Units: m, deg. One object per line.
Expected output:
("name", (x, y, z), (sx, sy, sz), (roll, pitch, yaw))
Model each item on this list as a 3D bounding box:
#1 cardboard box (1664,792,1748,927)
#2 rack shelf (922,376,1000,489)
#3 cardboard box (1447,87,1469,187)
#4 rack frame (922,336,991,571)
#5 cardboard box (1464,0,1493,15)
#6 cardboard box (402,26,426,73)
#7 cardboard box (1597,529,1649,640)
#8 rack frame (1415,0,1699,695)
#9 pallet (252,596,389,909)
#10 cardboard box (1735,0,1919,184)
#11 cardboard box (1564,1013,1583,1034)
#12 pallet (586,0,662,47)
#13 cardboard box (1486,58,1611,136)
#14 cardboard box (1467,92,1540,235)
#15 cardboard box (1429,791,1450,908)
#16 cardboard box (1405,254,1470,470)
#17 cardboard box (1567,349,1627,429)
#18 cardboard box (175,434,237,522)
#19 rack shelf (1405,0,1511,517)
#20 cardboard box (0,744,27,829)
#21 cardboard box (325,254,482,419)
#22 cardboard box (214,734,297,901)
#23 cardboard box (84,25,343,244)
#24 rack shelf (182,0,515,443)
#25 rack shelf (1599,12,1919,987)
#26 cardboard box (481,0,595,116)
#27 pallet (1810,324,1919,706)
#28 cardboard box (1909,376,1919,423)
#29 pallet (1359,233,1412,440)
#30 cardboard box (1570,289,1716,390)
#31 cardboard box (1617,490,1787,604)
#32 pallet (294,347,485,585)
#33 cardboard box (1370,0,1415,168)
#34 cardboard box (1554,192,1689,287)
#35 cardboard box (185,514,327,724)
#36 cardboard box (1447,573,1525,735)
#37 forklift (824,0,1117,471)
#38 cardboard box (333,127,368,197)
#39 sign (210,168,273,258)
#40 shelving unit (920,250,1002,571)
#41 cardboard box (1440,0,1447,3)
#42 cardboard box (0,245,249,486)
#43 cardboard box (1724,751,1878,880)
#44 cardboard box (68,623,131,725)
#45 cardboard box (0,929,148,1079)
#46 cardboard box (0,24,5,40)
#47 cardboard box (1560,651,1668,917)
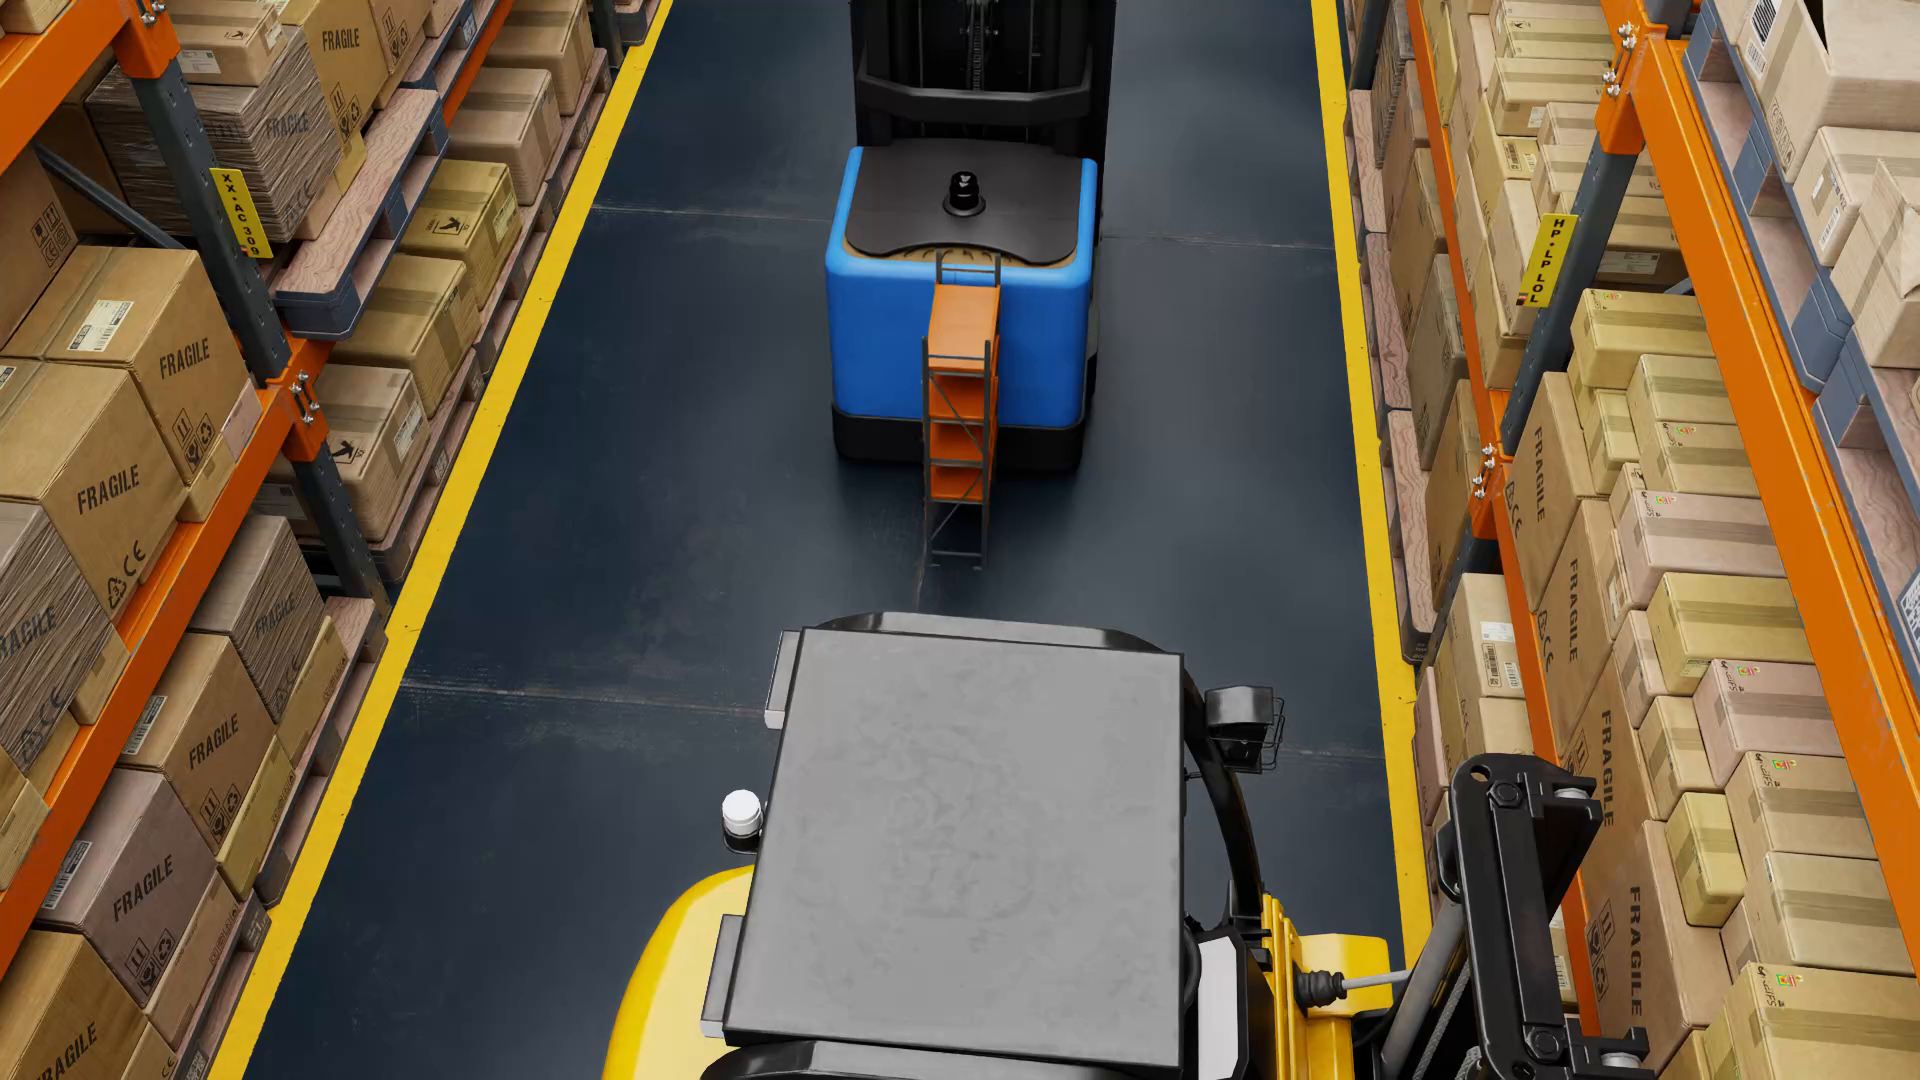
("cardboard box", (1.762, 0.699, 3.597), (0.380, 0.149, 0.250), (3, 48, 3))
("rack shelf", (0.009, -0.427, 6.445), (0.258, 0.148, 0.480), (4, 48, 3))
("cardboard box", (2.115, -1.470, 6.189), (0.500, 0.250, 0.500), (4, 48, 4))
("rack frame", (-0.013, -0.294, 6.231), (0.240, 1.200, 0.015), (4, 48, 3))
("cardboard box", (2.058, -2.059, 6.119), (0.380, 0.149, 0.250), (3, 48, 2))
("cardboard box", (-2.294, -1.937, 6.400), (0.380, 0.149, 0.250), (4, 48, 4))
("cardboard box", (1.808, 0.124, 4.122), (0.380, 0.149, 0.250), (5, 48, 4))
("rack frame", (2.214, -0.400, 5.109), (1.000, 3.000, 0.127), (4, 48, 4))
("pallet", (-2.756, 0.706, 5.987), (1.003, 0.211, 1.213), (4, 48, 4))
("cardboard box", (1.895, -0.963, 3.299), (0.500, 0.311, 0.500), (5, 48, 4))
("cardboard box", (1.711, 1.510, 4.263), (0.500, 0.250, 0.500), (3, 48, 3))
("pallet", (-2.218, -3.303, 9.654), (1.003, 0.211, 1.213), (4, 48, 4))
("cardboard box", (1.996, -1.488, 5.597), (0.380, 0.149, 0.250), (3, 48, 2))
("cardboard box", (2.043, -1.274, 5.672), (0.500, 0.250, 0.500), (3, 48, 3))
("cardboard box", (1.809, 1.094, 5.321), (0.500, 0.250, 0.500), (3, 48, 3))
("cardboard box", (2.328, -0.694, 6.703), (0.875, 0.625, 0.625), (3, 48, 3))
("cardboard box", (1.923, -0.436, 4.635), (0.380, 0.149, 0.250), (3, 48, 3))
("cardboard box", (-2.471, -0.206, 5.101), (0.380, 0.149, 0.250), (5, 48, 4))
("rack shelf", (2.396, -1.627, 6.718), (1.077, 0.370, 4.000), (4, 48, 4))
("cardboard box", (-2.648, 0.615, 3.911), (0.500, 0.500, 0.500), (3, 48, 3))
("cardboard box", (-2.622, -0.900, 7.062), (0.950, 0.372, 0.625), (7, 48, 6))
("cardboard box", (-2.555, 0.900, 5.499), (0.500, 0.250, 0.500), (3, 48, 2))
("cardboard box", (-2.401, -1.332, 5.407), (0.500, 0.500, 0.500), (5, 48, 4))
("rack shelf", (-2.548, -1.958, 7.021), (1.077, 0.370, 4.000), (4, 48, 4))
("rack shelf", (2.031, 0.300, 2.923), (1.077, 0.370, 4.000), (4, 48, 4))
("cardboard box", (-2.427, -2.511, 8.536), (0.950, 0.372, 0.625), (1, 48, 1))
("pallet", (2.048, 0.140, 2.642), (1.003, 0.211, 1.213), (4, 48, 4))
("cardboard box", (1.931, -0.198, 2.469), (0.797, 0.503, 0.637), (5, 48, 5))
("pallet", (2.350, -0.902, 7.458), (1.003, 0.211, 1.213), (4, 48, 4))
("cardboard box", (1.889, -0.539, 4.527), (0.380, 0.149, 0.250), (5, 48, 4))
("cardboard box", (1.815, 0.030, 4.007), (0.380, 0.149, 0.250), (5, 48, 4))
("pallet", (-2.660, -0.362, 6.964), (1.003, 0.211, 1.213), (4, 48, 4))
("cardboard box", (2.508, -2.222, 8.100), (0.875, 0.625, 0.625), (5, 48, 5))
("cardboard box", (2.024, -0.918, 5.076), (0.380, 0.149, 0.250), (5, 48, 5))
("cardboard box", (-2.516, 0.255, 5.580), (0.500, 0.500, 0.500), (3, 48, 3))
("cardboard box", (1.857, 0.383, 5.294), (0.500, 0.250, 0.500), (3, 48, 3))
("forklift", (0.116, -2.369, 6.956), (1.130, 2.935, 3.031), (4, 48, 3))
("cardboard box", (-2.333, -1.356, 5.869), (0.380, 0.149, 0.250), (5, 48, 4))
("sign", (-2.189, -0.992, 5.064), (0.100, 0.325, 0.005), (4, 48, 4))
("shelving unit", (0.009, -0.473, 6.395), (0.258, 1.200, 0.503), (4, 48, 3))
("cardboard box", (2.182, -2.396, 6.698), (0.500, 0.250, 0.500), (3, 48, 3))
("cardboard box", (-2.523, -0.522, 4.951), (0.500, 0.500, 0.500), (3, 48, 3))
("cardboard box", (1.846, 0.598, 3.487), (0.380, 0.149, 0.250), (4, 48, 4))
("cardboard box", (-2.545, 0.357, 4.586), (0.380, 0.149, 0.250), (3, 48, 3))
("cardboard box", (-2.647, 1.397, 4.536), (0.500, 0.500, 0.500), (5, 48, 4))
("cardboard box", (-2.565, -1.227, 4.002), (0.380, 0.149, 0.250), (4, 48, 4))
("cardboard box", (1.837, 0.631, 4.098), (0.500, 0.500, 0.500), (3, 48, 3))
